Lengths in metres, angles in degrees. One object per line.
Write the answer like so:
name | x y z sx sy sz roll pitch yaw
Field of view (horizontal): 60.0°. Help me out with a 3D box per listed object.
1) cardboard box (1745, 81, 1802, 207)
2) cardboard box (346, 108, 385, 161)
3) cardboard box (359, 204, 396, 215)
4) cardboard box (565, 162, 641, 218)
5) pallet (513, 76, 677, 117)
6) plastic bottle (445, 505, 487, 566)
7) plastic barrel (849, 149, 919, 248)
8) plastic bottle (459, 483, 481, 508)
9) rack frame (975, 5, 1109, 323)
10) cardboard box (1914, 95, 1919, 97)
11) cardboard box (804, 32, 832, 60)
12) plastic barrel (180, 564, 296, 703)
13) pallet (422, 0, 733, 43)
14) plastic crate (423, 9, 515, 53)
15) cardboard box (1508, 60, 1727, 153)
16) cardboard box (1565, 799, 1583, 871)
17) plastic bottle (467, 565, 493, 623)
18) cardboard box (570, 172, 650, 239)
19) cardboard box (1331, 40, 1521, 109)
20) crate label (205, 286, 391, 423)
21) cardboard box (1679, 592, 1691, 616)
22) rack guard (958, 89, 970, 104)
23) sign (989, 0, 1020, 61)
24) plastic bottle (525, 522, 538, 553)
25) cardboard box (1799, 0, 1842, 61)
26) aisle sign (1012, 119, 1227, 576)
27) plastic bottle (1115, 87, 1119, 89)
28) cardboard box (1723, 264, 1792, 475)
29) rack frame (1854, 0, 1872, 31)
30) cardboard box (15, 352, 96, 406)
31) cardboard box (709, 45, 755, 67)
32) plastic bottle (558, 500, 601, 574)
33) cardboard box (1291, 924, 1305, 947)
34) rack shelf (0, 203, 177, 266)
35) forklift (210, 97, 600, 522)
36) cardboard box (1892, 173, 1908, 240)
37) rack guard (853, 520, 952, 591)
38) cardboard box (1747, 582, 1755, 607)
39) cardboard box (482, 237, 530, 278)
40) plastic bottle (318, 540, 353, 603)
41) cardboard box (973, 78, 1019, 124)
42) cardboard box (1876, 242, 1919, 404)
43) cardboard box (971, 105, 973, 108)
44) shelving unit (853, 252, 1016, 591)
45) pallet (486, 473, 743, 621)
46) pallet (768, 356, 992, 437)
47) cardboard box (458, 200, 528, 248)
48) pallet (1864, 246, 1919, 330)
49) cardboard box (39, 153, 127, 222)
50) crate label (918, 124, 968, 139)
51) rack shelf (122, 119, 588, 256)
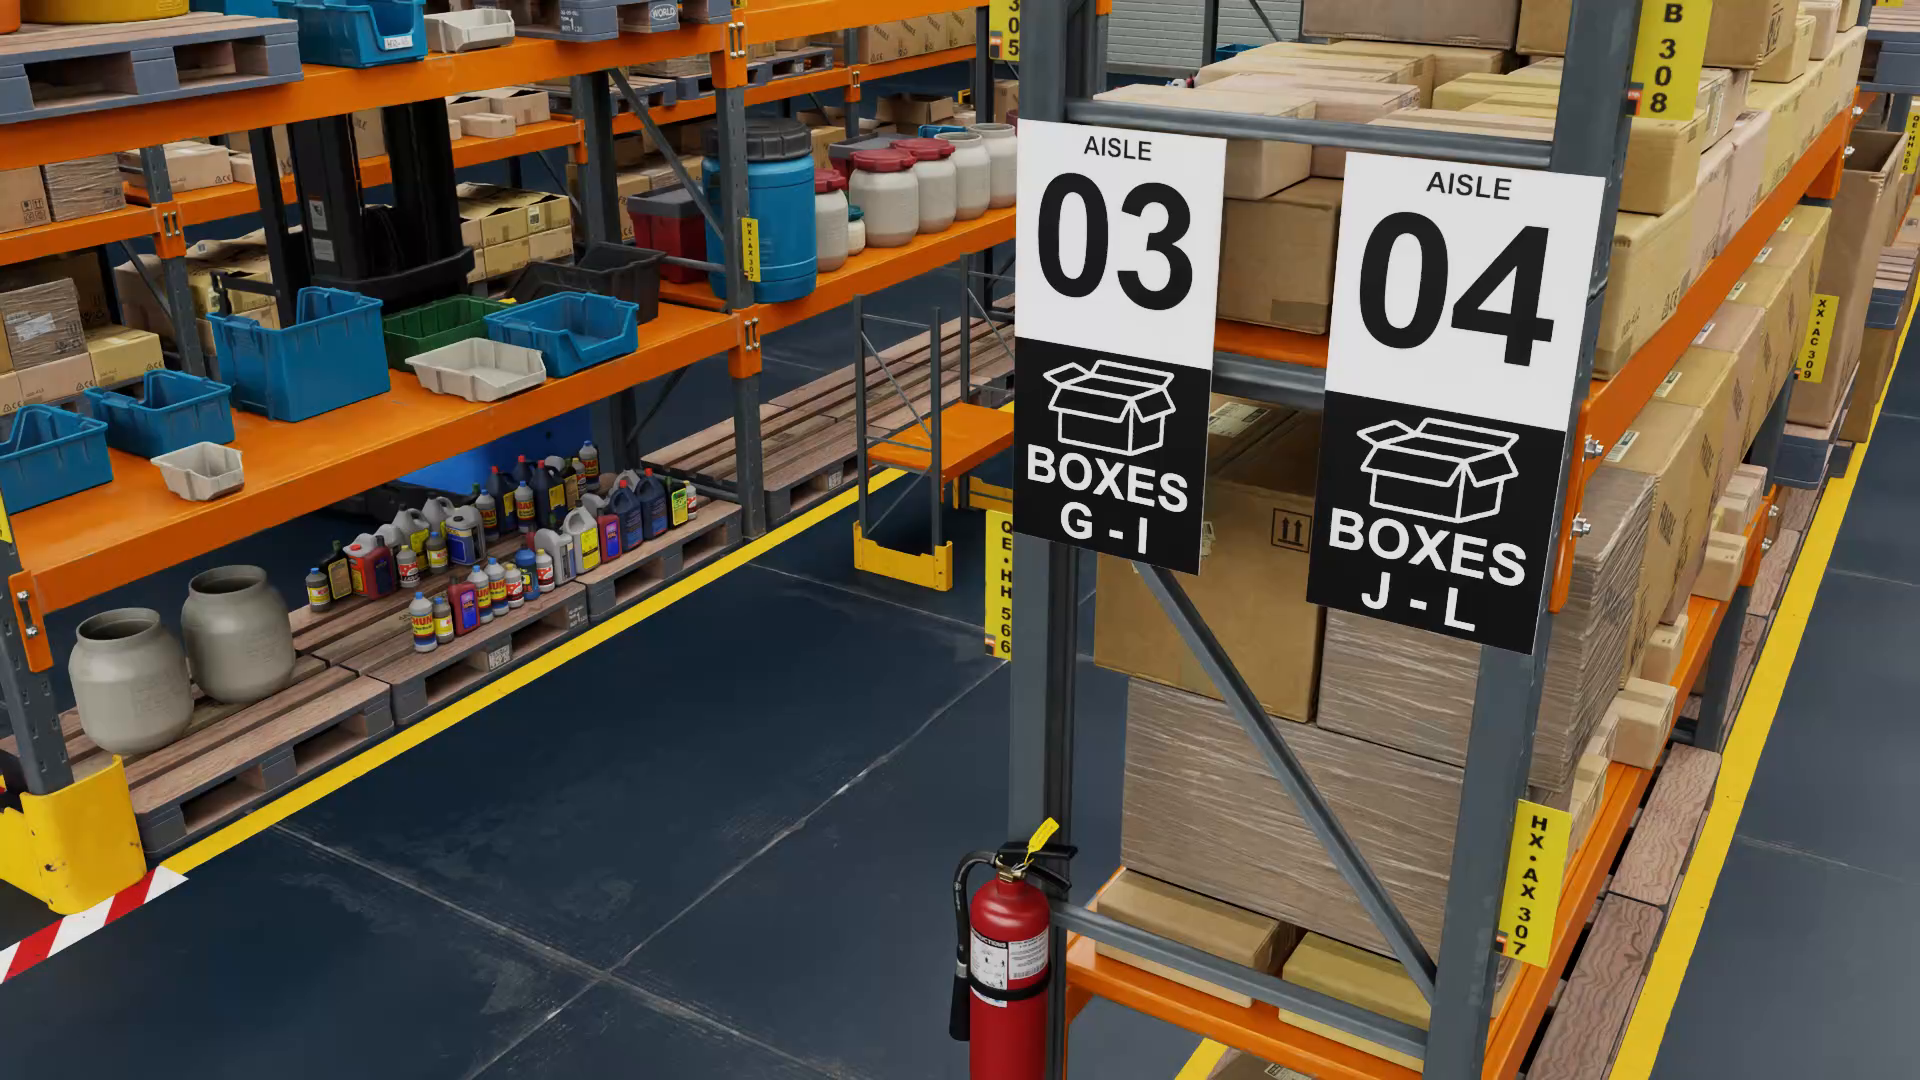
cardboard box | 1.833 -1.037 4.282 0.500 0.250 0.500 15 27 30
cardboard box | -4.786 -3.178 12.689 0.500 0.500 0.500 14 27 29
cardboard box | -4.704 -2.602 13.711 0.500 0.311 0.500 13 27 28
cardboard box | -3.343 -3.299 15.688 0.500 0.500 0.500 15 28 31
pallet | -3.339 -4.035 15.036 1.213 0.211 1.003 14 27 29
plastic bottle | -2.504 -0.027 8.411 0.152 0.276 0.135 14 27 29
plastic barrel | -0.463 -2.077 10.101 0.433 0.535 0.433 0 23 0
plastic bottle | -2.541 -0.149 8.685 0.061 0.283 0.133 15 28 31
rack frame | 0.569 -2.840 12.035 1.000 3.000 0.127 14 27 29
cardboard box | 7.357 -3.672 12.827 0.500 0.500 0.500 14 27 29
cardboard box | -1.481 -5.498 18.048 0.500 0.500 0.500 14 27 30
plastic barrel | -3.104 0.402 7.150 0.421 0.512 0.421 0 23 0
pallet | -1.838 -2.516 7.748 1.213 0.211 1.003 14 27 29
plastic crate | -2.044 -2.119 6.926 0.243 0.136 0.396 14 27 29
cardboard box | 1.351 -0.893 3.447 0.380 0.149 0.250 15 28 31
cardboard box | 1.317 0.717 4.135 0.380 0.149 0.250 14 27 29
plastic bottle | -2.249 0.248 7.782 0.097 0.271 0.097 0 23 0
cardboard box | -3.154 -3.028 15.062 0.500 0.500 0.500 15 28 31
cardboard box | 1.075 -1.078 3.875 0.380 0.149 0.250 14 27 30
crate label | -2.910 -0.834 7.357 0.502 0.435 0.616 14 27 29
cardboard box | 2.102 0.209 5.308 0.380 0.149 0.250 14 27 29
rack guard | 0.543 -5.407 21.110 1.175 0.500 0.348 14 27 29
sign | 0.096 -1.008 2.913 0.100 0.325 0.005 14 27 29
plastic bottle | -2.087 0.038 8.252 0.061 0.283 0.133 14 27 29
cardboard box | 2.340 -1.500 4.851 0.380 0.149 0.250 13 27 27
aisle sign | 0.270 -0.337 2.981 0.394 0.787 0.004 14 27 29
plastic bottle | 1.310 -3.582 13.810 0.144 0.351 0.185 14 27 29
cardboard box | 2.136 -0.546 4.977 0.500 0.500 0.500 14 27 29
rack frame | 2.667 -3.205 5.327 1.000 3.000 0.127 14 27 29
cardboard box | -6.078 -1.091 10.928 0.500 0.250 0.500 14 27 29
cardboard box | -2.406 -4.859 16.044 0.700 0.500 0.500 7 24 16
plastic bottle | -1.907 -0.025 8.312 0.144 0.351 0.185 14 27 29
cardboard box | 0.665 0.789 3.967 0.380 0.149 0.250 14 27 29
rack shelf | -6.802 -1.524 9.901 1.077 0.370 4.000 14 27 29
forklift | -3.685 -1.729 9.555 3.031 2.935 1.130 11 26 24
cardboard box | 5.535 -2.130 10.268 0.500 0.500 0.500 13 27 28
rack guard | -0.303 0.079 8.753 0.587 0.250 0.087 14 27 29
cardboard box | 3.572 -0.056 8.196 0.700 0.500 0.500 11 26 24
cardboard box | -3.976 -2.407 13.967 0.500 0.250 0.500 14 27 28
plastic bottle | -3.008 0.150 7.994 0.061 0.283 0.133 15 27 30
cardboard box | 0.505 -5.399 20.539 0.500 0.500 0.500 14 27 29
cardboard box | 5.636 -1.548 11.195 1.225 0.875 0.875 14 27 29
cardboard box | 0.070 -5.404 20.992 0.380 0.149 0.250 14 27 29
shelving unit | -0.040 -0.663 8.893 0.587 1.500 1.083 14 27 29
pallet | -1.930 0.007 8.967 1.003 0.211 1.213 14 27 29
pallet | -0.517 -0.897 11.056 1.003 0.211 1.213 14 27 29
cardboard box | -3.973 -2.663 13.851 0.500 0.311 0.500 13 27 28
pallet | 4.492 -1.451 9.068 1.213 0.211 1.003 14 27 29
cardboard box | -5.976 -2.424 10.948 0.700 0.500 0.500 13 27 28
crate label | -0.185 -2.578 11.384 0.502 0.435 0.616 14 27 29
rack shelf | -4.692 -2.874 13.019 1.077 0.370 4.000 14 27 29
